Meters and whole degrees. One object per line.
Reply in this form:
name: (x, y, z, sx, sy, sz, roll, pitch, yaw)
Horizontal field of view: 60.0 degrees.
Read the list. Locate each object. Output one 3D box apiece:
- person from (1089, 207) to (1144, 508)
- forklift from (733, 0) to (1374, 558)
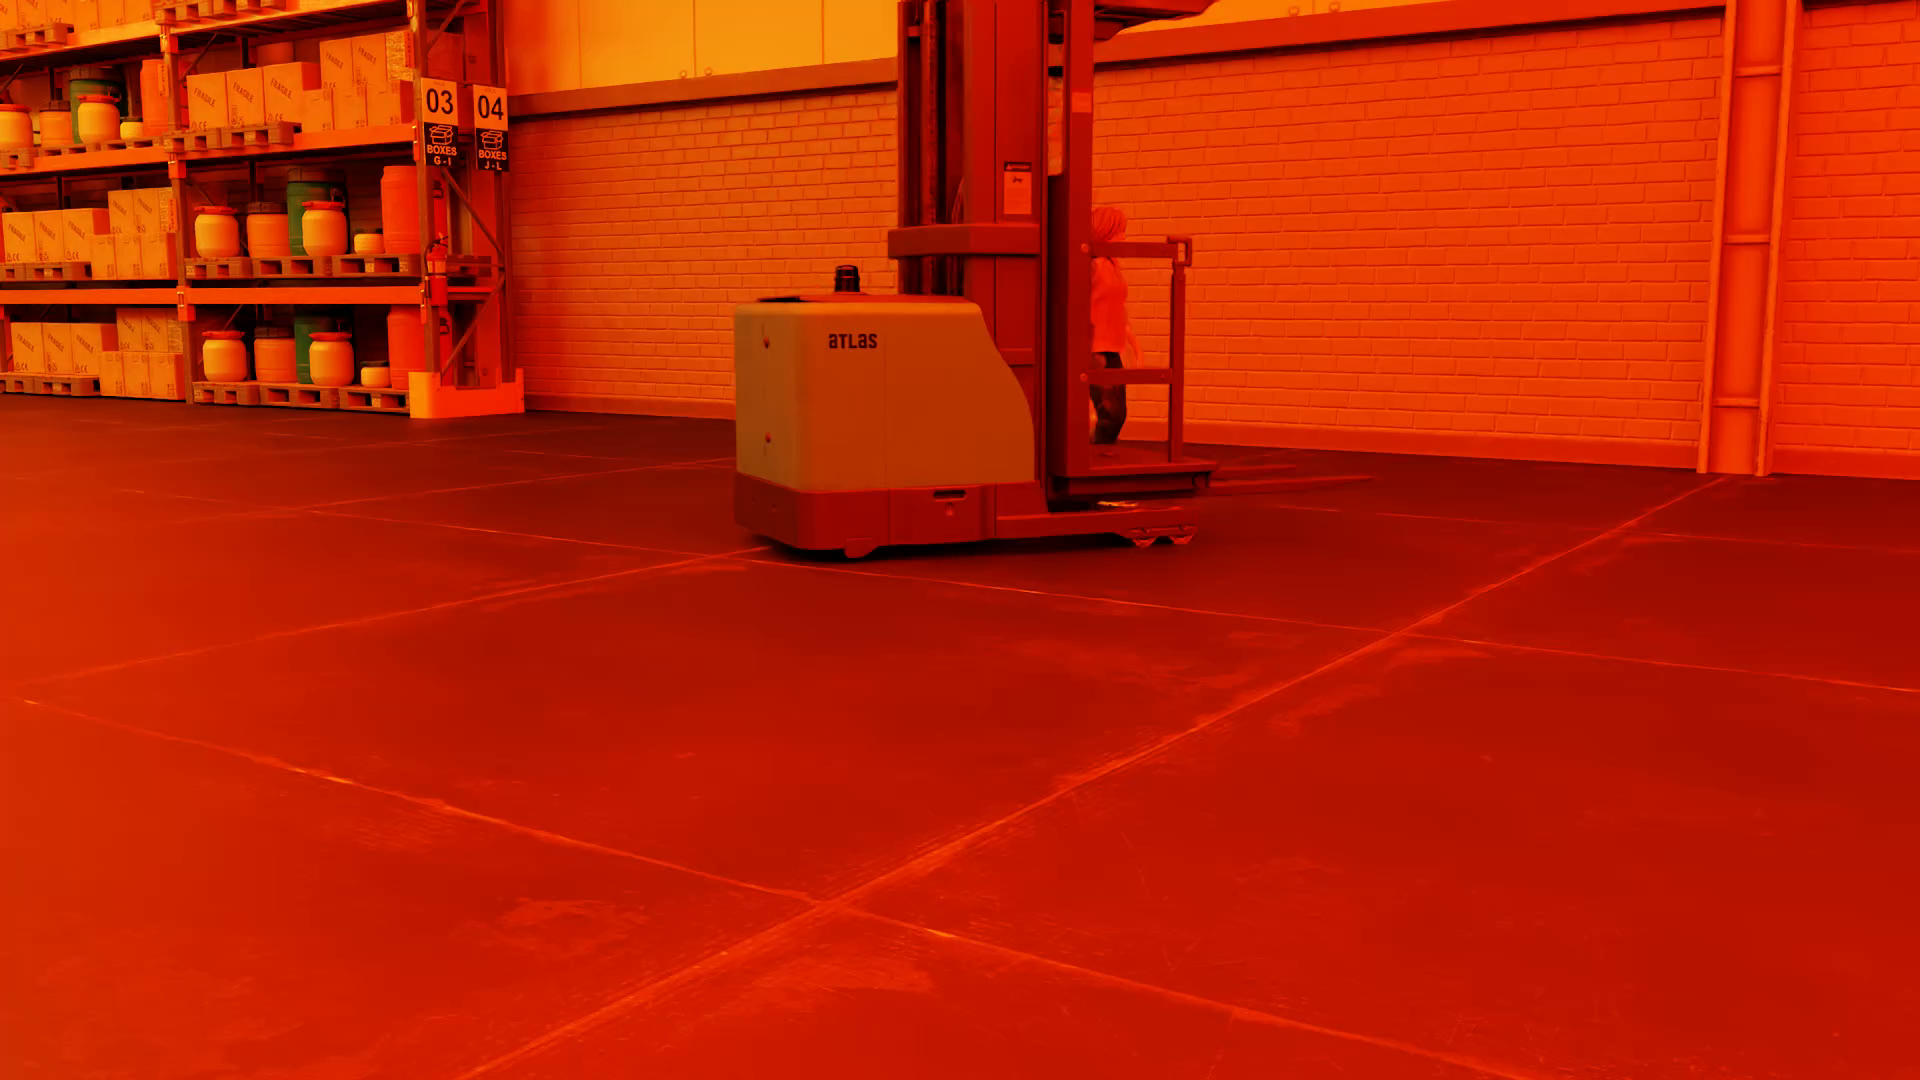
person: (0.801, -0.980, 8.890, 0.449, 1.579, 0.595, 4, 9, 28)
forklift: (0.522, -1.490, 7.667, 3.031, 2.935, 1.130, -4, 9, -24)
